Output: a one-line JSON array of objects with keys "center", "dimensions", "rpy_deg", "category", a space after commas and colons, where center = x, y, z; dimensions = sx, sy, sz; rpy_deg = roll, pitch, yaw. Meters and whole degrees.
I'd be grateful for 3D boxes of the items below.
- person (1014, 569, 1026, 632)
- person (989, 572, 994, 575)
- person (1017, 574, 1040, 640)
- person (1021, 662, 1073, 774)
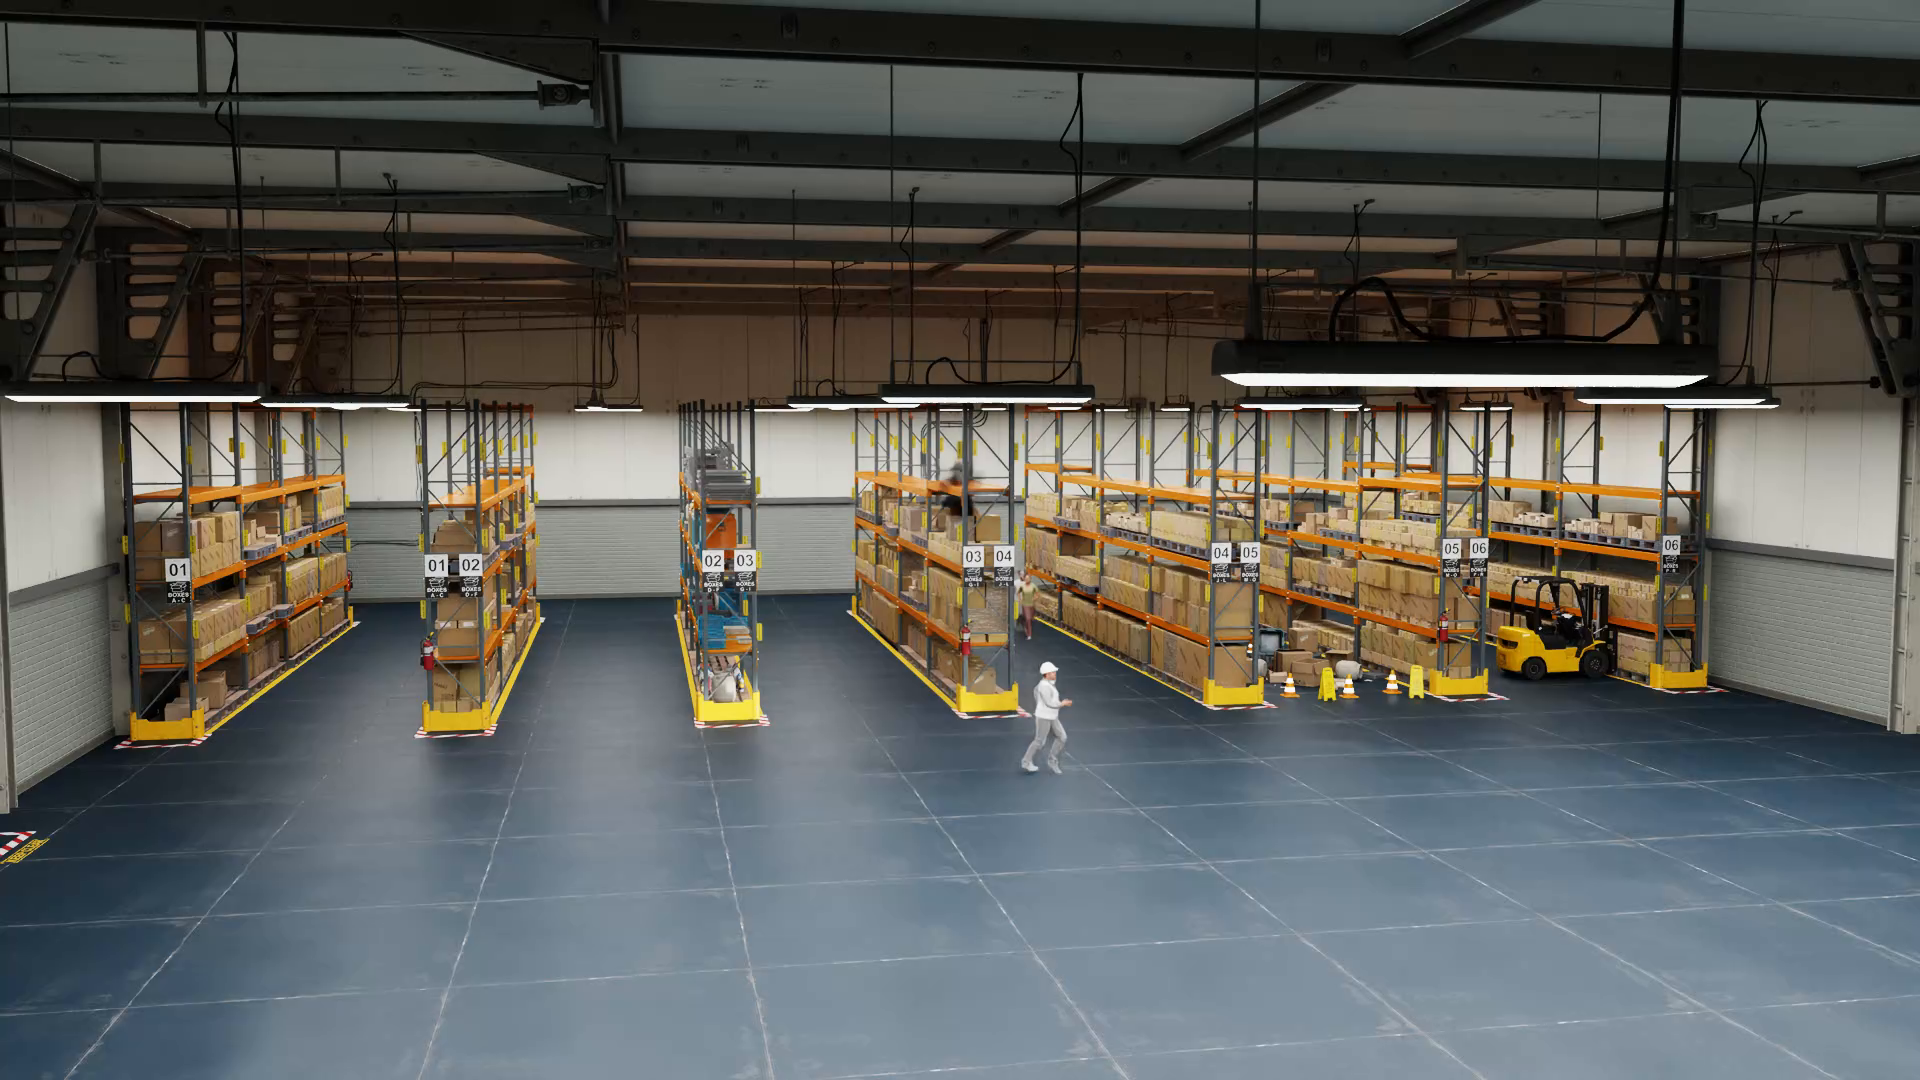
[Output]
[{"center": [1.625, 1.587, 43.621], "dimensions": [0.591, 1.670, 0.640], "rpy_deg": [-1, 4, -13], "category": "person"}, {"center": [0.661, 1.292, 48.478], "dimensions": [0.745, 1.621, 0.719], "rpy_deg": [0, 4, 7], "category": "person"}, {"center": [1.754, 1.695, 42.567], "dimensions": [0.573, 1.665, 0.793], "rpy_deg": [0, 4, -4], "category": "person"}, {"center": [1.391, 2.849, 26.441], "dimensions": [0.827, 1.822, 0.620], "rpy_deg": [1, 4, 15], "category": "person"}]
